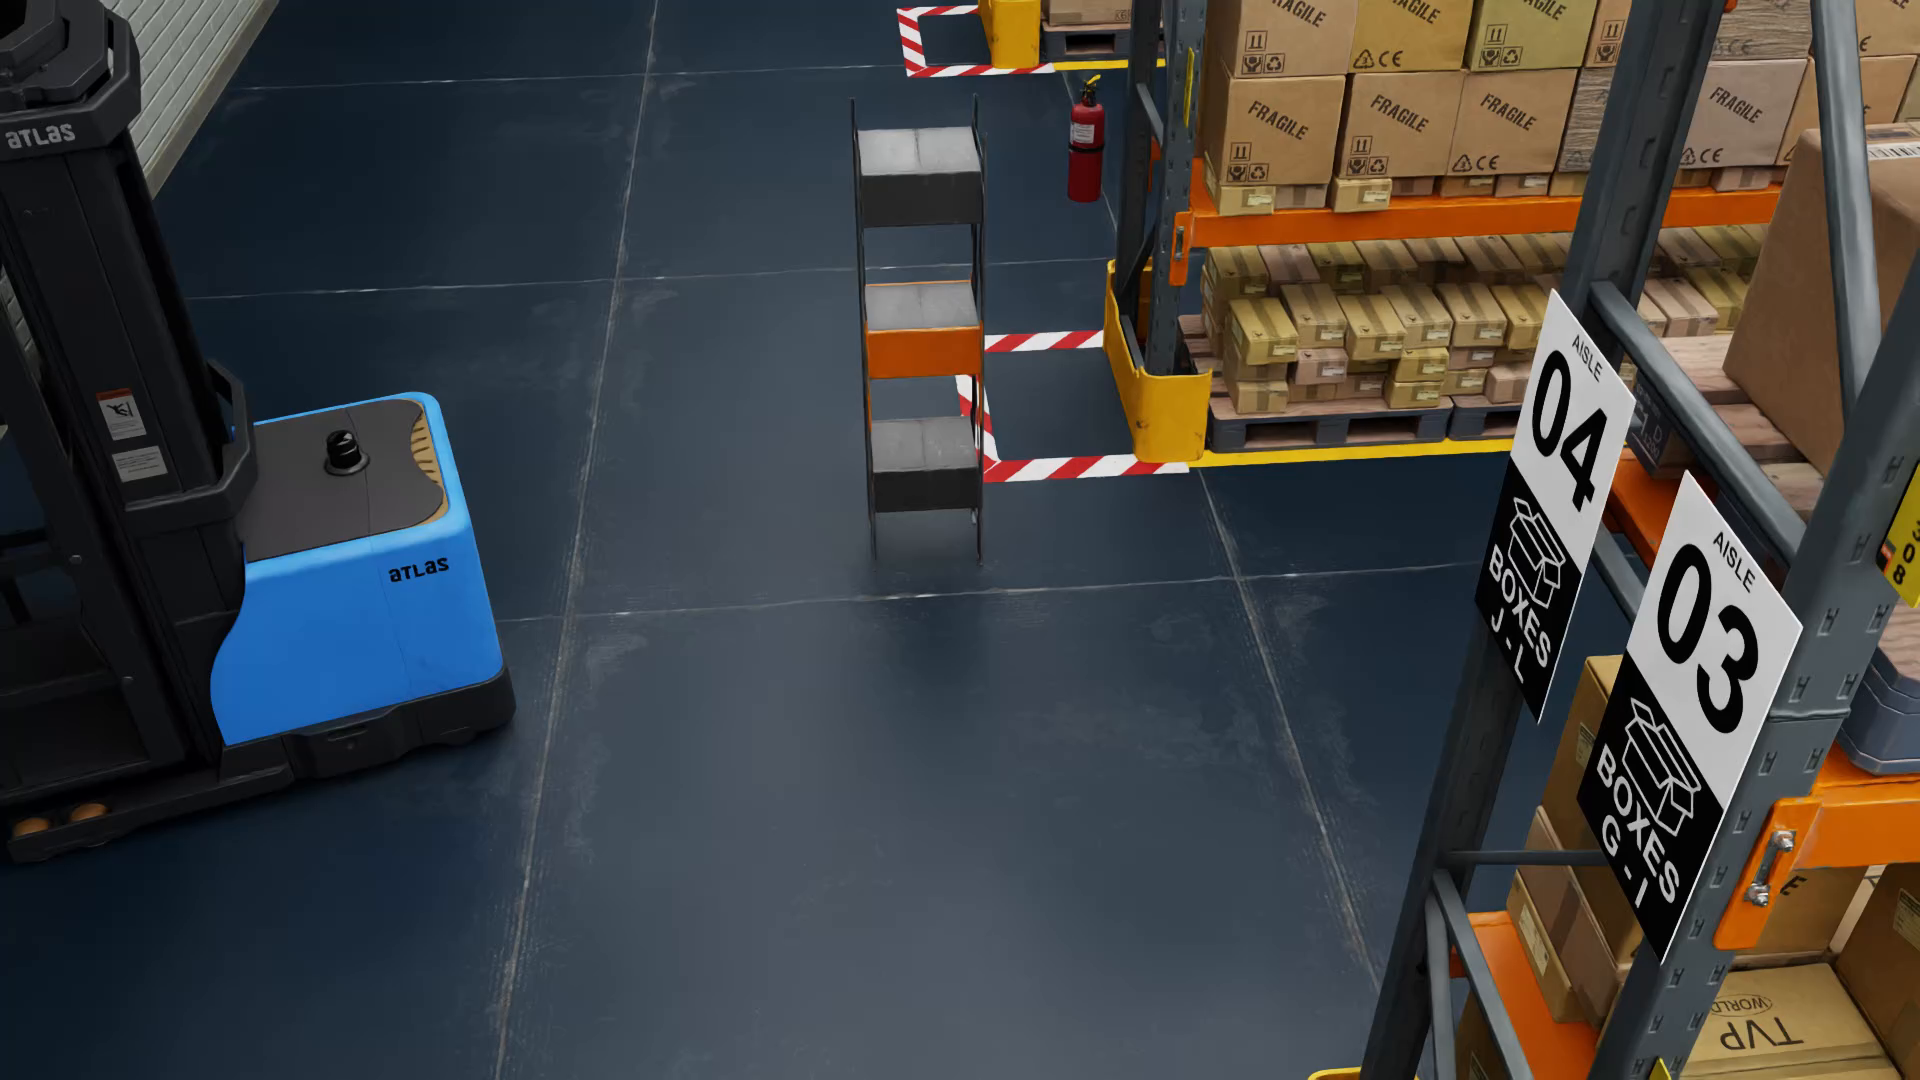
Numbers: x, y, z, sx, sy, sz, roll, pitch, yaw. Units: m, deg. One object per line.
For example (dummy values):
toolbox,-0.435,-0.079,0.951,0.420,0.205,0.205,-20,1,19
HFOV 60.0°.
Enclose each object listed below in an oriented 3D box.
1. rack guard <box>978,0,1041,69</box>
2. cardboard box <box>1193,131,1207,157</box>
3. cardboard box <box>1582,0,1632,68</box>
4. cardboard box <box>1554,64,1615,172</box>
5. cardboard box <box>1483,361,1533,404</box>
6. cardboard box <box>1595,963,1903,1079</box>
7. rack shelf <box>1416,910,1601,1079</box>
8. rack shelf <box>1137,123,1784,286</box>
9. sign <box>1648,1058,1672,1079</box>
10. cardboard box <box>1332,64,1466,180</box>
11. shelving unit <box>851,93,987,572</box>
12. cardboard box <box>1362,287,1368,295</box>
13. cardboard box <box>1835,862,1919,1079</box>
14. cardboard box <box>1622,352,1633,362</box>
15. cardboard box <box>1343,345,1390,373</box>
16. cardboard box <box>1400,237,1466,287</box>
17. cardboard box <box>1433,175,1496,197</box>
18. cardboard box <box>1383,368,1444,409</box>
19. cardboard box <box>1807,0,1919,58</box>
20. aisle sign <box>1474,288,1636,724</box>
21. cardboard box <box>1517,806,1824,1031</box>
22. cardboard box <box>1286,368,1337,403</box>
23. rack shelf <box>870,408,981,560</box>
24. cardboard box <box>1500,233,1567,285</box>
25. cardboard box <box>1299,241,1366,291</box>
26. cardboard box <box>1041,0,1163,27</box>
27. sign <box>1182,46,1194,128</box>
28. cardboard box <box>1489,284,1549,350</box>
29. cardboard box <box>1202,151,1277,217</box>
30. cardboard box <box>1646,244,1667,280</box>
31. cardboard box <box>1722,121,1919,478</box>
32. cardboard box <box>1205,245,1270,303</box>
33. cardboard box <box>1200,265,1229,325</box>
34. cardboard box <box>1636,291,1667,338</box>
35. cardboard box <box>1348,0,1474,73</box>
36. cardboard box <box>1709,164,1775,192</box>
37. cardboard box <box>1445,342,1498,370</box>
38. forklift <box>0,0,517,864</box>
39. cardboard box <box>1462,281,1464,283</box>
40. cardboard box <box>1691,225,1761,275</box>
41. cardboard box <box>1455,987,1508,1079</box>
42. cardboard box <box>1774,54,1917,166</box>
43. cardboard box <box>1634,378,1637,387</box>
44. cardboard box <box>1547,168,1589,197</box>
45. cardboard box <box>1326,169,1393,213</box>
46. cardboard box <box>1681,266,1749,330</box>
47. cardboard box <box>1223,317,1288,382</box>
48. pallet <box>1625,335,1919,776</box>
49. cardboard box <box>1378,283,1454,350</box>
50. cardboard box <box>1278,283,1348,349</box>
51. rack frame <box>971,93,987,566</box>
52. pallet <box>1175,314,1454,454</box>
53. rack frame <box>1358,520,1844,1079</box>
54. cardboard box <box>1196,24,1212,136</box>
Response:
rack guard,0.358,-3.985,12.397,0.348,0.500,1.175,-3,38,-4
cardboard box,1.221,-2.013,8.083,0.250,0.149,0.380,-3,38,-4
cardboard box,2.921,-2.405,7.249,0.500,0.500,0.500,-4,38,-5
cardboard box,2.920,-2.026,7.575,0.500,0.500,0.500,-4,38,-5
cardboard box,2.738,-0.858,8.379,0.250,0.149,0.380,-5,39,-6
cardboard box,1.762,1.229,3.652,0.500,0.250,0.500,-4,38,-5
rack shelf,3.252,1.319,4.237,4.000,0.370,1.077,-3,38,-4
rack shelf,2.913,-1.747,8.123,4.000,0.370,1.077,-3,38,-4
sign,1.303,1.118,3.148,0.005,0.325,0.100,-3,38,-4
cardboard box,1.924,-1.975,7.510,0.500,0.500,0.500,-3,38,-4
shelving unit,-0.165,-0.815,7.088,0.503,2.100,0.431,-3,38,-4
cardboard box,2.216,-1.268,8.658,0.250,0.149,0.380,-4,38,-5
cardboard box,2.260,0.907,3.455,0.500,0.500,0.500,-4,38,-5
cardboard box,3.307,-1.058,8.392,0.250,0.149,0.380,-5,39,-6
cardboard box,1.980,-1.000,8.319,0.250,0.149,0.380,-3,38,-3
cardboard box,2.454,-1.479,8.685,0.250,0.149,0.380,-2,38,-2
cardboard box,2.314,-1.756,7.757,0.250,0.149,0.380,-4,38,-4
cardboard box,2.236,-0.826,8.337,0.250,0.149,0.380,-3,38,-3
cardboard box,3.947,-2.463,7.322,0.500,0.500,0.500,-4,38,-5
aisle sign,1.162,-0.055,3.300,0.004,0.787,0.394,-3,38,-4
cardboard box,1.719,0.898,4.071,0.500,0.250,0.500,-4,38,-5
cardboard box,1.725,-0.861,8.382,0.250,0.149,0.380,-3,38,-4
rack shelf,-0.165,-0.255,7.530,0.480,0.518,0.431,-3,38,-4
cardboard box,2.985,-1.457,8.657,0.250,0.149,0.380,-3,38,-4
cardboard box,1.928,-1.455,8.655,0.250,0.149,0.380,-4,38,-5
cardboard box,1.031,-4.225,12.413,0.875,0.438,0.875,-4,38,-6
sign,0.969,-1.925,7.069,0.005,0.325,0.100,-3,38,-4
cardboard box,2.782,-1.102,8.208,0.250,0.149,0.380,-3,38,-3
cardboard box,1.273,-1.636,7.605,0.250,0.149,0.380,-3,38,-4
cardboard box,3.498,-1.512,8.727,0.250,0.149,0.380,-2,38,-3
cardboard box,1.773,-0.336,2.832,0.500,0.500,0.700,-5,39,-7
cardboard box,1.426,-1.384,8.565,0.250,0.149,0.380,-3,38,-3
cardboard box,1.422,-1.287,8.682,0.250,0.149,0.380,-4,38,-5
cardboard box,3.281,-1.121,8.232,0.250,0.149,0.380,-4,38,-6
cardboard box,1.894,-2.360,7.192,0.500,0.500,0.500,-2,38,-3
cardboard box,3.596,-1.789,7.798,0.250,0.149,0.380,-5,39,-6
cardboard box,2.501,-1.021,8.344,0.250,0.149,0.380,-5,39,-6
forklift,-3.374,-0.320,5.789,3.031,2.935,1.130,-14,40,-17
cardboard box,2.711,-1.356,8.769,0.250,0.149,0.380,-1,38,-2
cardboard box,4.017,-1.504,8.717,0.250,0.149,0.380,-4,38,-5
cardboard box,1.890,1.731,4.511,0.875,0.875,0.875,-3,38,-4
cardboard box,3.931,-2.066,7.626,0.500,0.500,0.500,-4,38,-5
cardboard box,3.514,-0.896,8.427,0.250,0.149,0.380,-3,38,-4
cardboard box,2.822,-1.753,7.753,0.250,0.149,0.380,-2,38,-2
cardboard box,1.795,-1.658,7.632,0.250,0.149,0.380,-4,38,-5
cardboard box,3.810,-1.215,8.351,0.250,0.149,0.380,-2,38,-2
cardboard box,1.466,-0.952,8.258,0.250,0.149,0.380,-2,38,-2
pallet,1.998,-0.044,3.034,1.213,0.211,1.003,-3,38,-4
cardboard box,2.239,-1.107,8.213,0.250,0.149,0.380,-5,39,-6
cardboard box,1.737,-1.107,8.214,0.250,0.149,0.380,-2,38,-3
rack frame,0.078,-0.829,7.105,0.015,2.100,0.400,-3,38,-4
pallet,1.809,-0.852,8.659,1.213,0.211,1.003,-3,38,-4
rack frame,1.260,1.146,3.876,0.127,3.000,1.000,-3,38,-4
cardboard box,1.346,-2.259,7.870,0.500,0.500,0.500,-2,38,-3
